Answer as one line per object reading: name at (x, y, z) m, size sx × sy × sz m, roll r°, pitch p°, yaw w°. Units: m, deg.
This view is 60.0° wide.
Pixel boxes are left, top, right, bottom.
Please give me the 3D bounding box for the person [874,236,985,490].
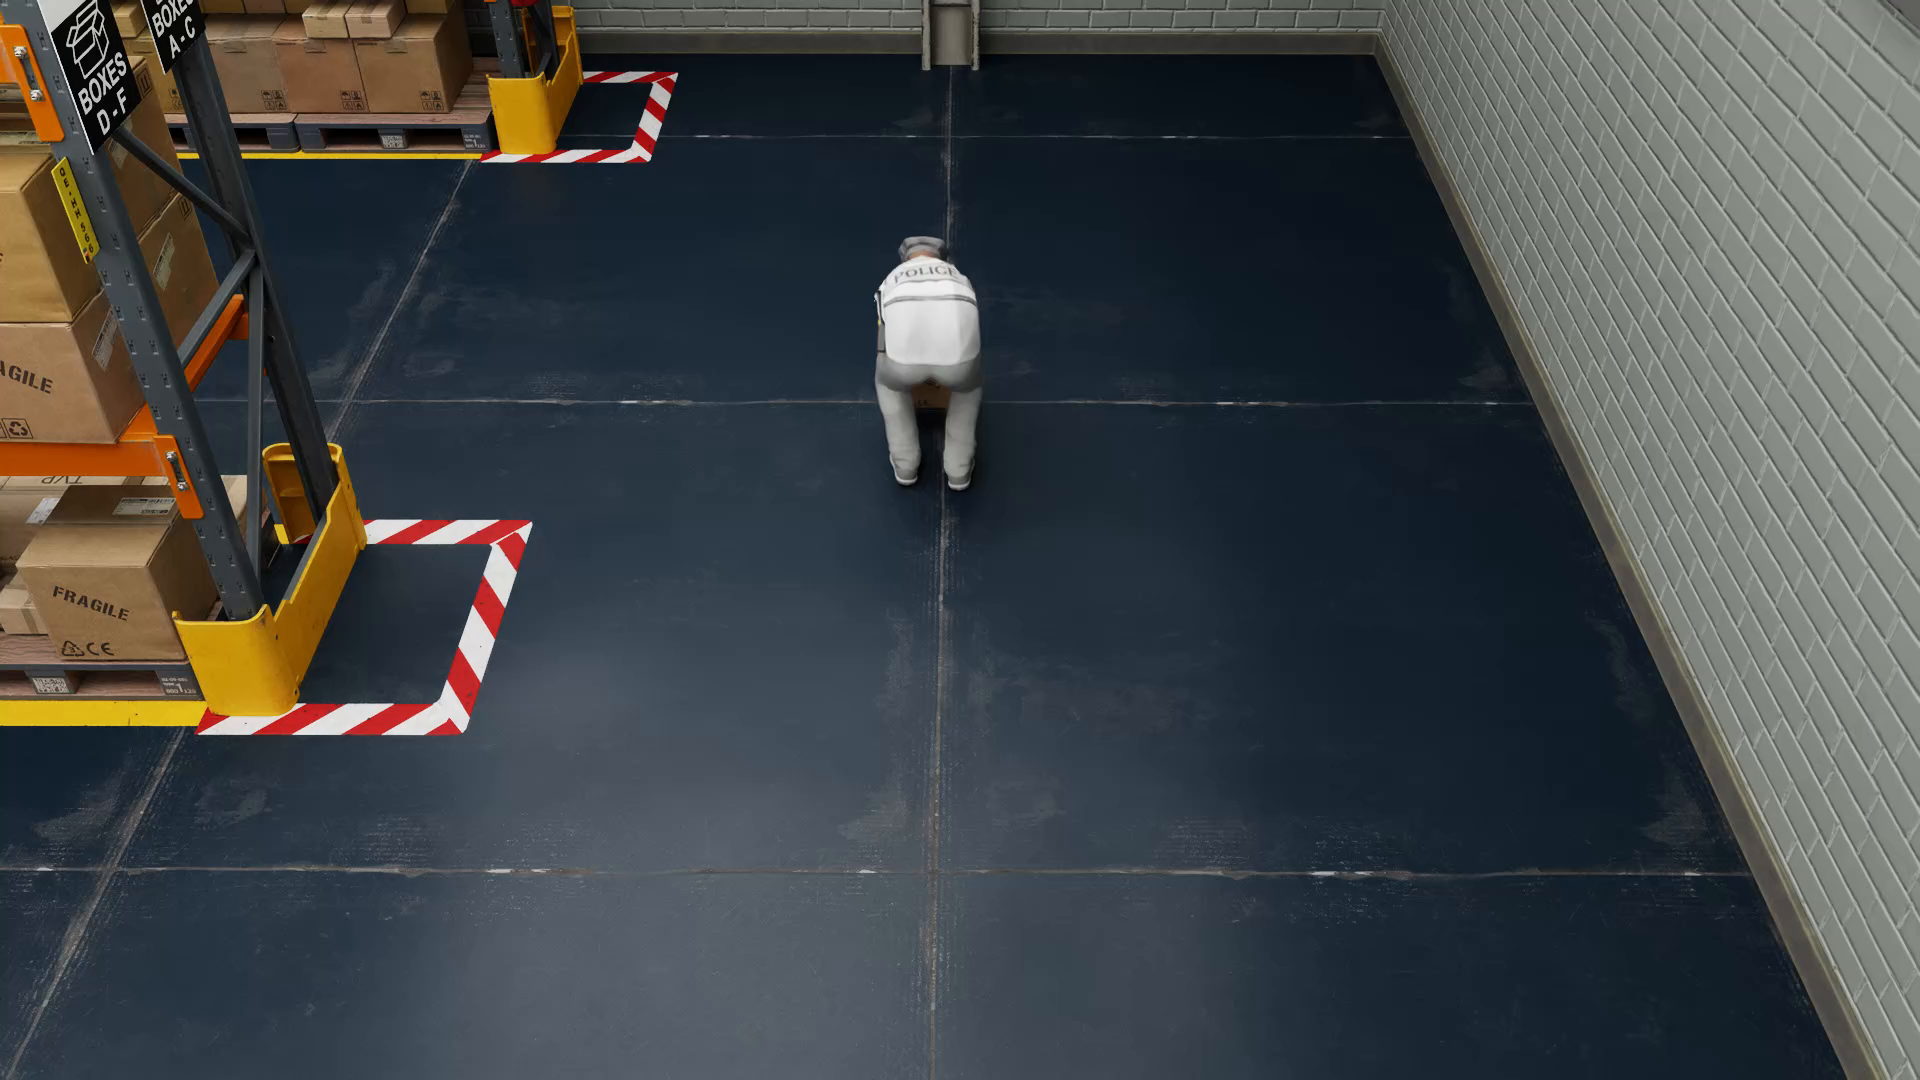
person at (-0.143, -0.853, 7.749) m, size 0.509 × 1.046 × 1.036 m, roll -2°, pitch 39°, yaw -2°
